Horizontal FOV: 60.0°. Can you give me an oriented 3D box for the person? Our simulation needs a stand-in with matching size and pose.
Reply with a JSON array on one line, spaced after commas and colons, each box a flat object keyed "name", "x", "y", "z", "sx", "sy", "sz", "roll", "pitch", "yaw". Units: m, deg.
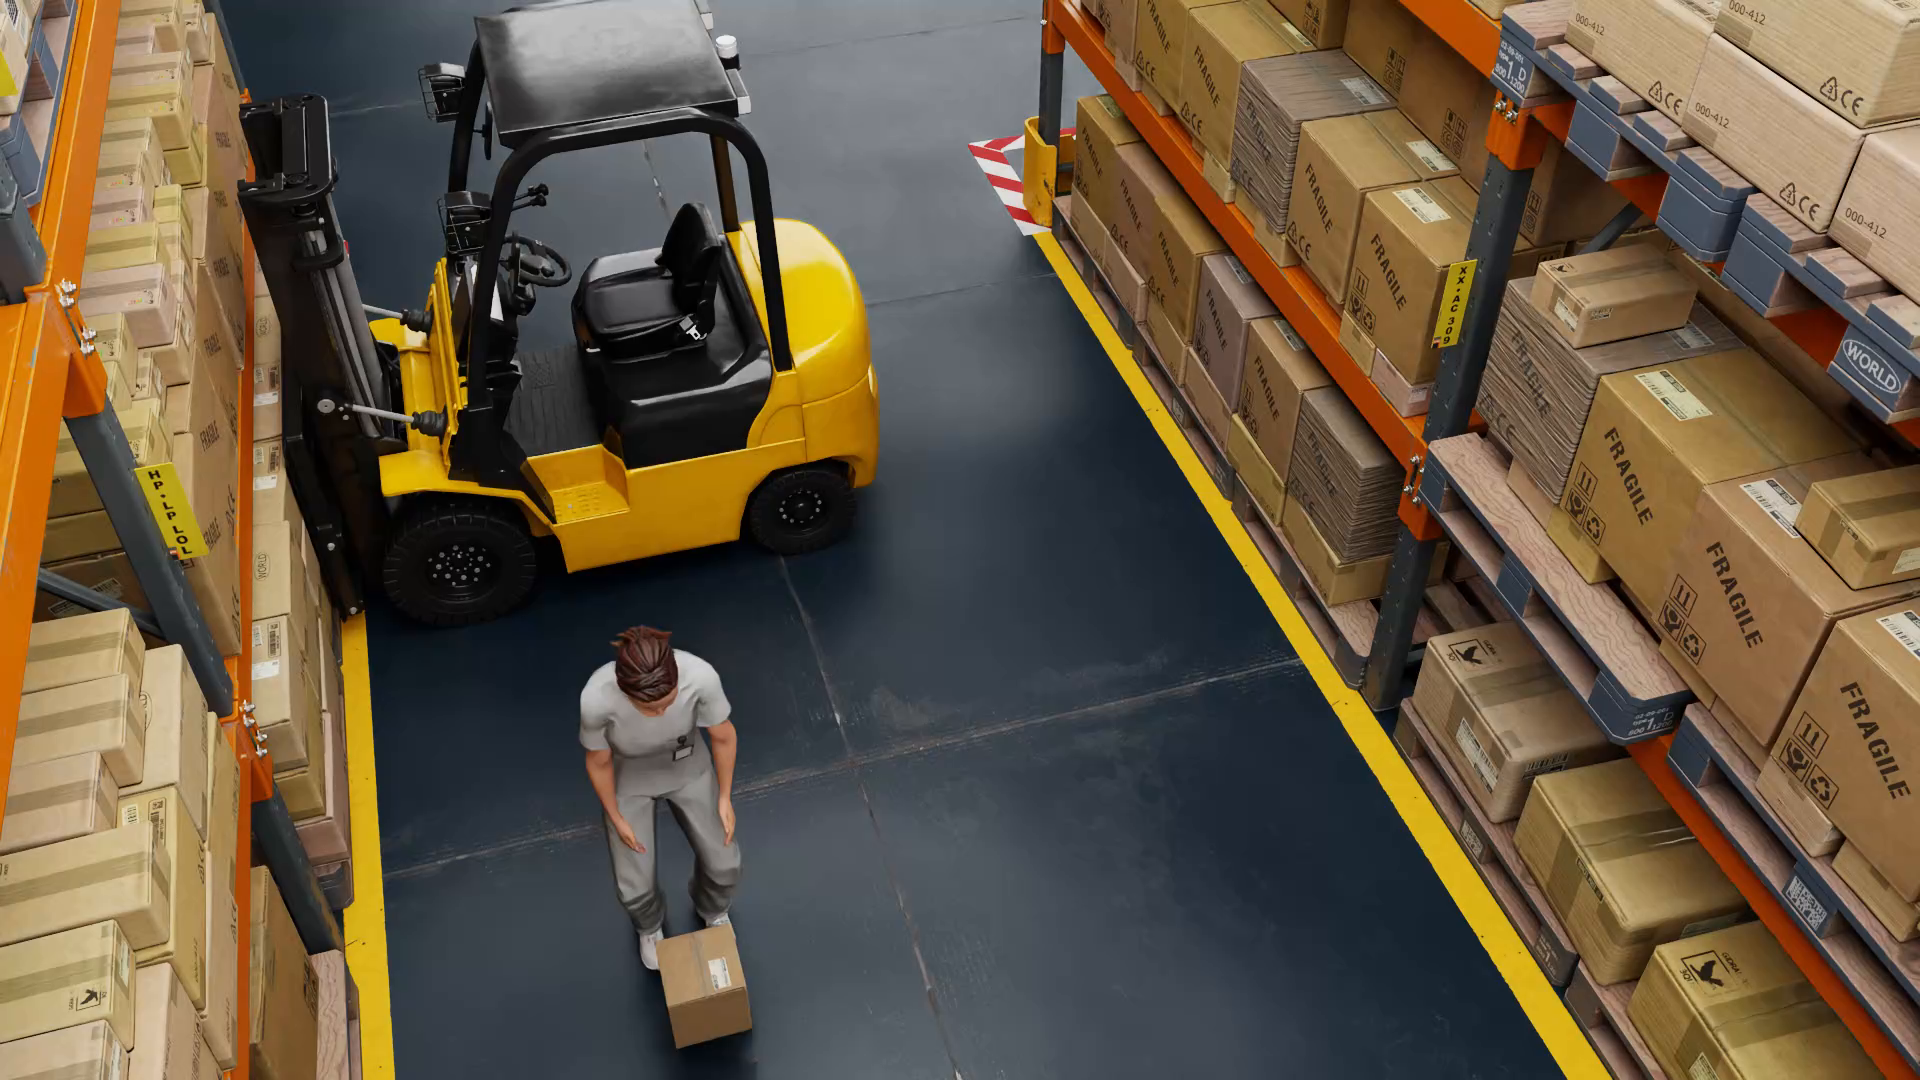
[{"name": "person", "x": -0.940, "y": 0.805, "z": 5.362, "sx": 0.475, "sy": 1.573, "sz": 0.467, "roll": -11, "pitch": 44, "yaw": -12}]
